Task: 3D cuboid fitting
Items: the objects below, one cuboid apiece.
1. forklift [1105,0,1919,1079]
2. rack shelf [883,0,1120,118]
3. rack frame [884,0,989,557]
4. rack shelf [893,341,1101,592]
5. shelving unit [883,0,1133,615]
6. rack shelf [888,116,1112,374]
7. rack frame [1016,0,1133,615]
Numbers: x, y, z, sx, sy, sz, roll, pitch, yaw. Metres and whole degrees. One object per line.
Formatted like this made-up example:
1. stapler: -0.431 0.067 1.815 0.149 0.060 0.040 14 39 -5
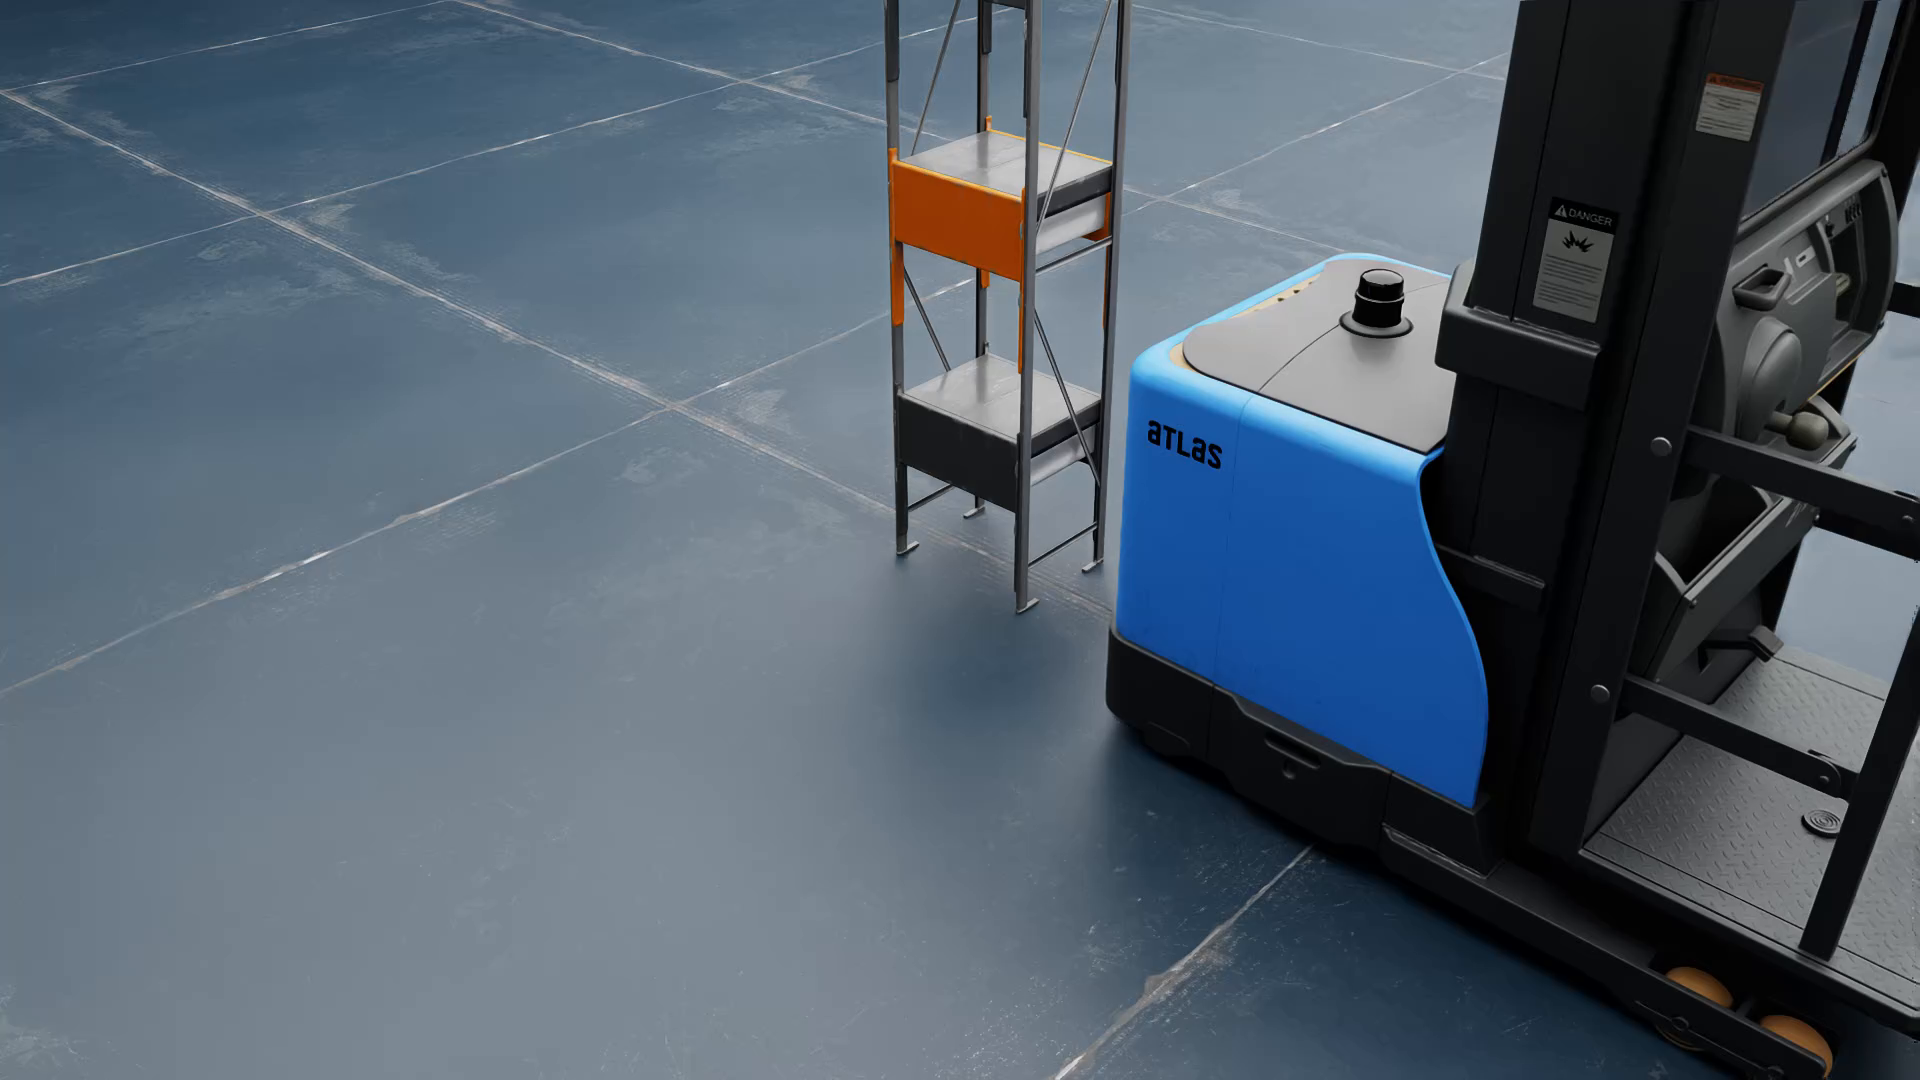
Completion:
1. forklift: 1.805 -0.429 3.121 3.031 2.935 1.130 26 39 36
2. rack shelf: 0.123 -1.430 4.259 0.480 0.518 0.431 25 39 35
3. rack frame: -0.058 -0.927 4.754 0.015 2.100 0.400 25 39 35
4. rack shelf: 0.123 -0.231 4.981 0.480 0.518 0.431 25 39 35
5. shelving unit: 0.123 -0.842 4.613 0.503 2.100 0.431 25 39 35
6. rack shelf: 0.123 -0.831 4.620 0.480 0.518 0.431 25 39 35
7. rack frame: 0.304 -0.758 4.473 0.015 2.100 0.400 25 39 35
